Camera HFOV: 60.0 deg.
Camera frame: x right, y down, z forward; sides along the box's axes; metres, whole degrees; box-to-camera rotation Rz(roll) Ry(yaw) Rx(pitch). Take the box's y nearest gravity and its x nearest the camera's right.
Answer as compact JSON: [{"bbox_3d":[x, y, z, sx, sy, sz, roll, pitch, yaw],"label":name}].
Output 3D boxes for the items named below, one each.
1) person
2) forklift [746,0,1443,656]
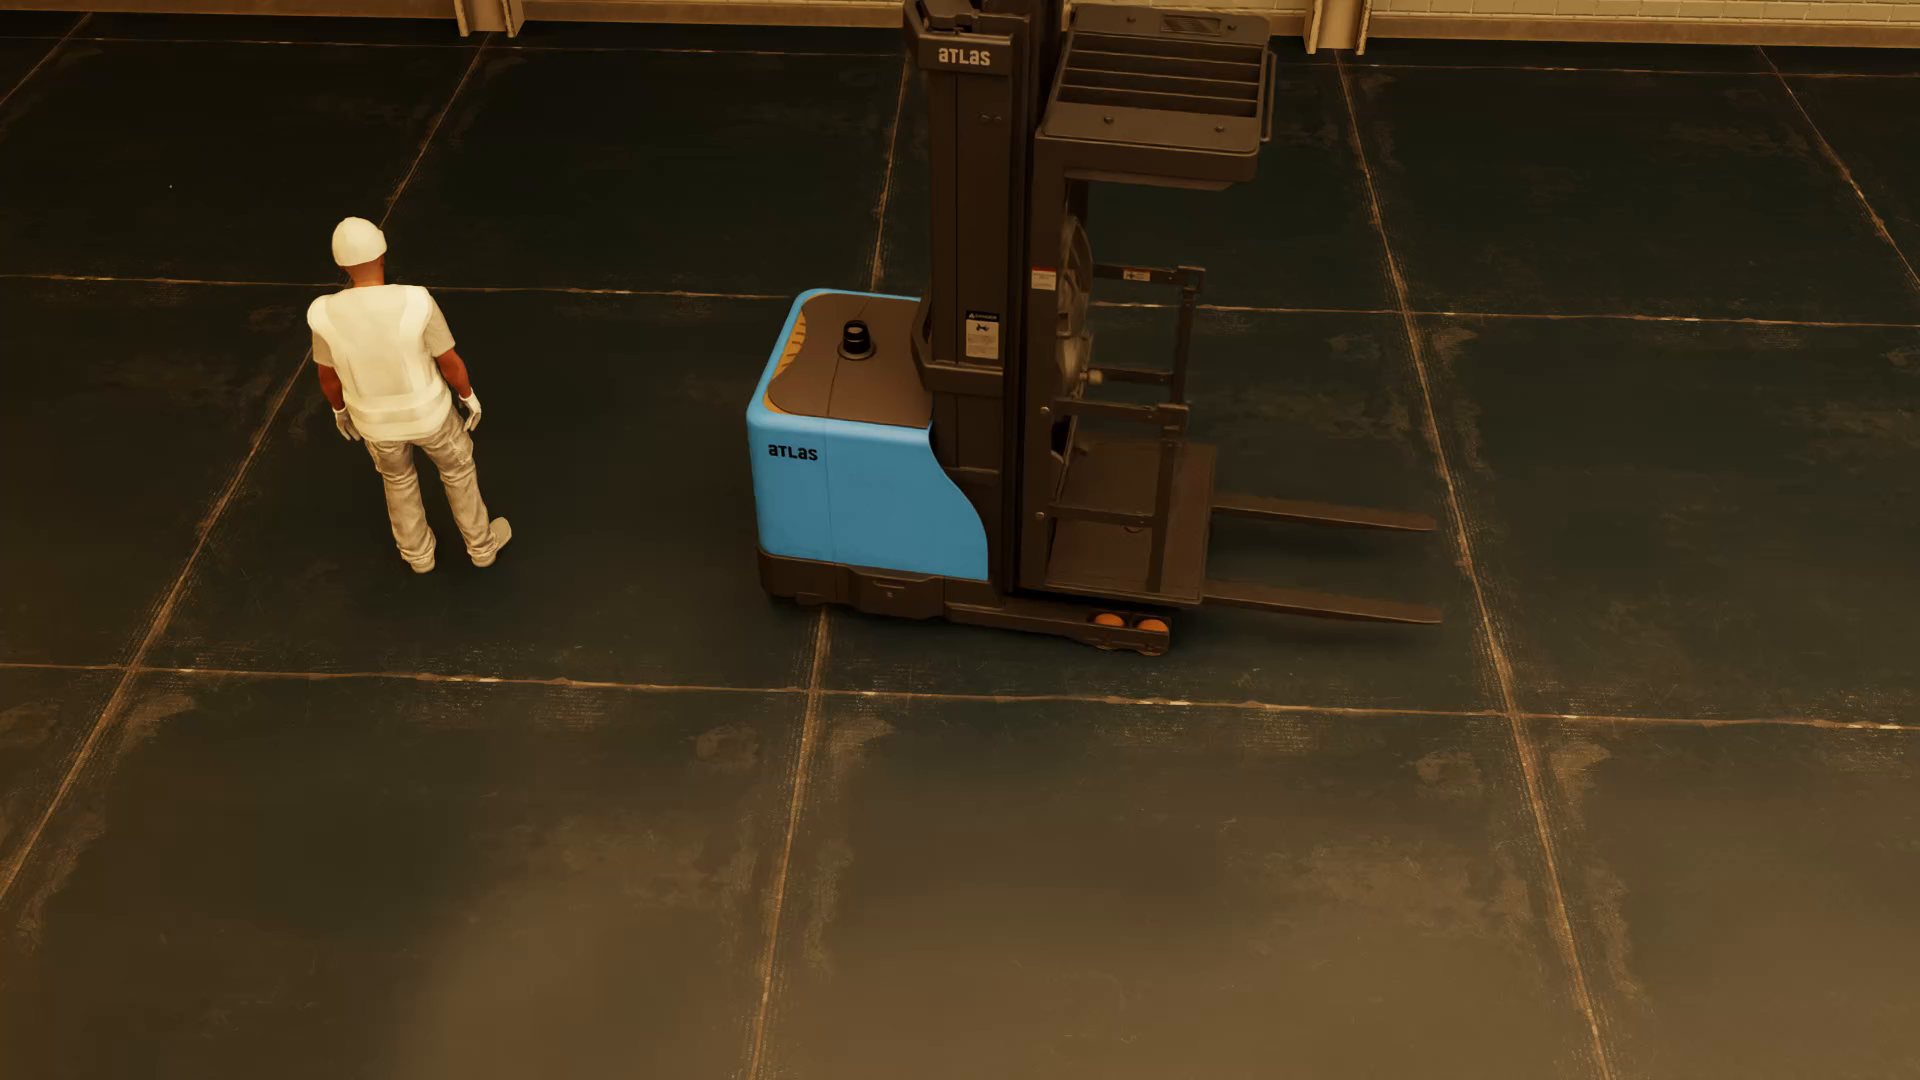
[{"bbox_3d":[-2.415,-0.584,7.245,0.618,1.772,0.451,-4,43,-5],"label":"person"},{"bbox_3d":[0.655,-0.960,6.794,3.031,2.935,1.130,7,43,7],"label":"forklift"}]
